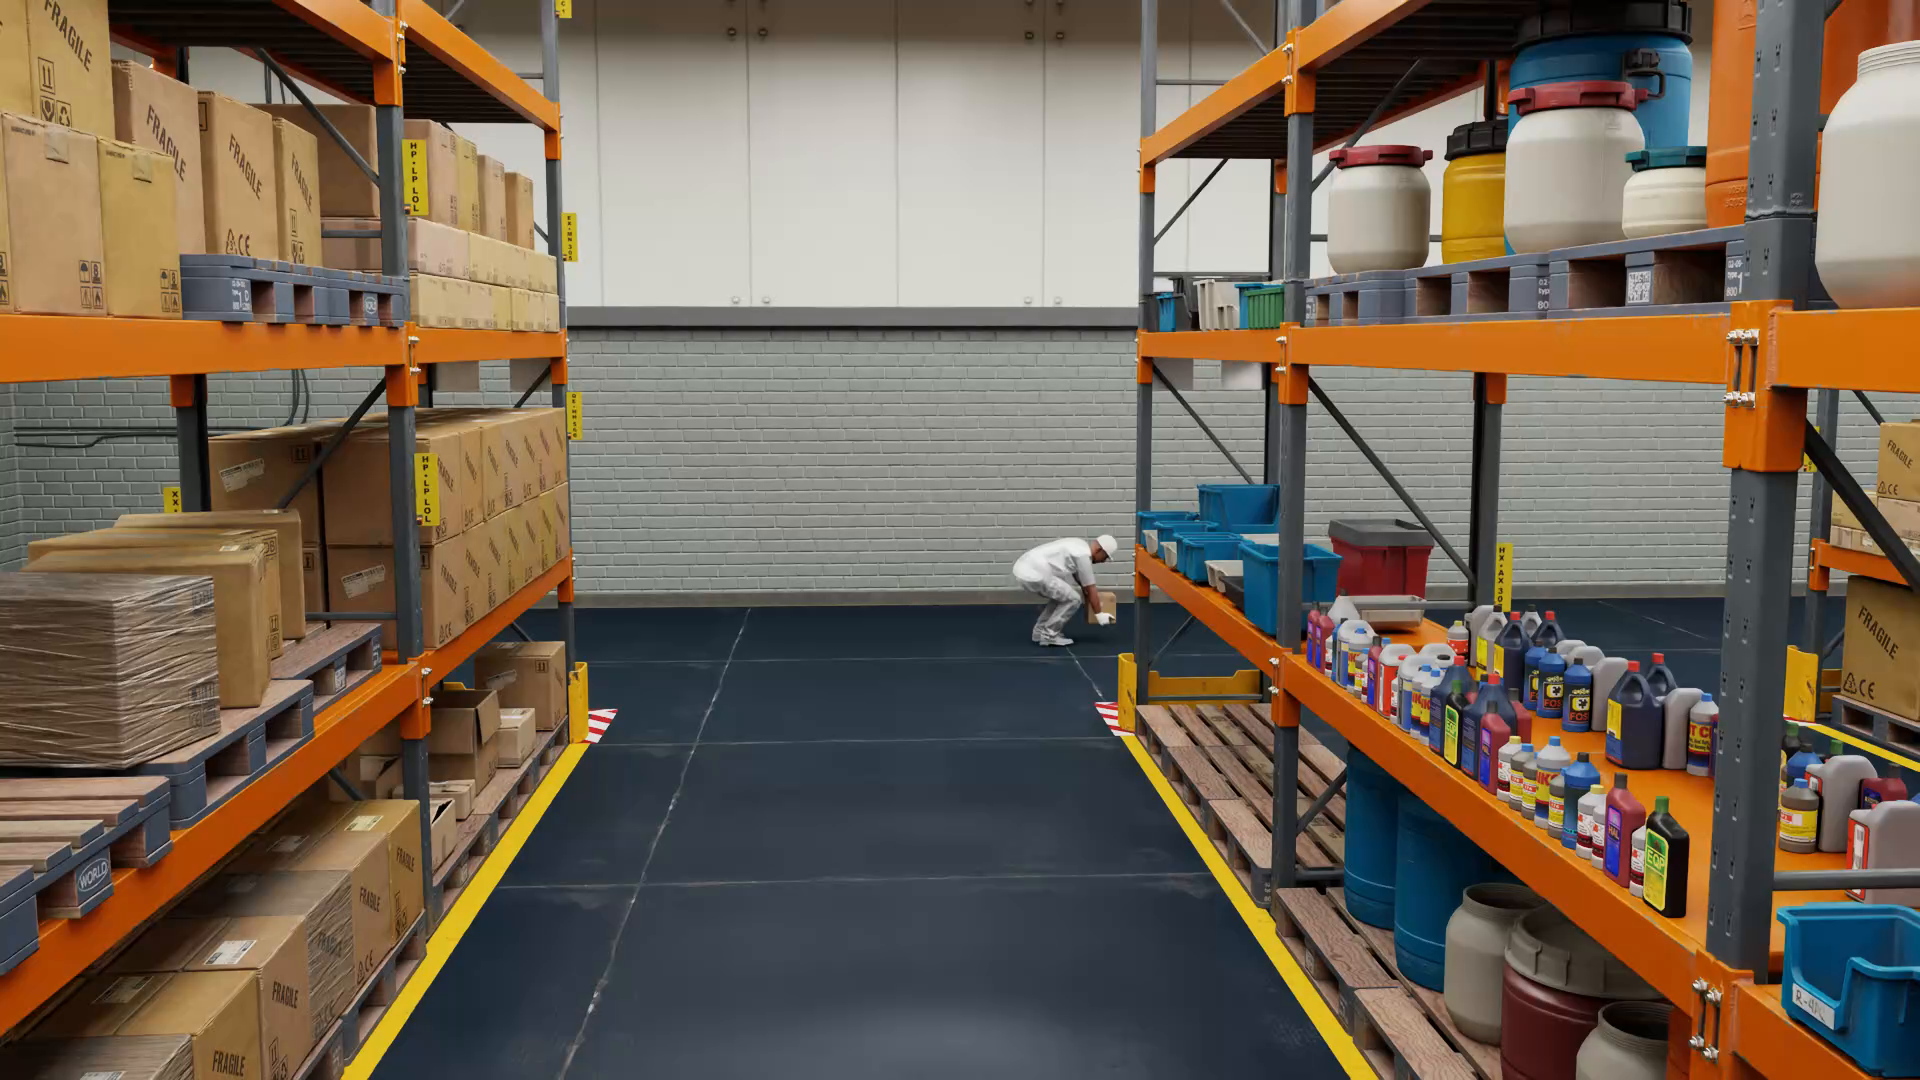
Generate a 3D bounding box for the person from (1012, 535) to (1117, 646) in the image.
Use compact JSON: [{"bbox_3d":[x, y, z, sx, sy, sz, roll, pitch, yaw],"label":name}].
[{"bbox_3d":[0.960,0.451,15.207,0.959,0.995,0.542,-1,7,-6],"label":"person"}]
